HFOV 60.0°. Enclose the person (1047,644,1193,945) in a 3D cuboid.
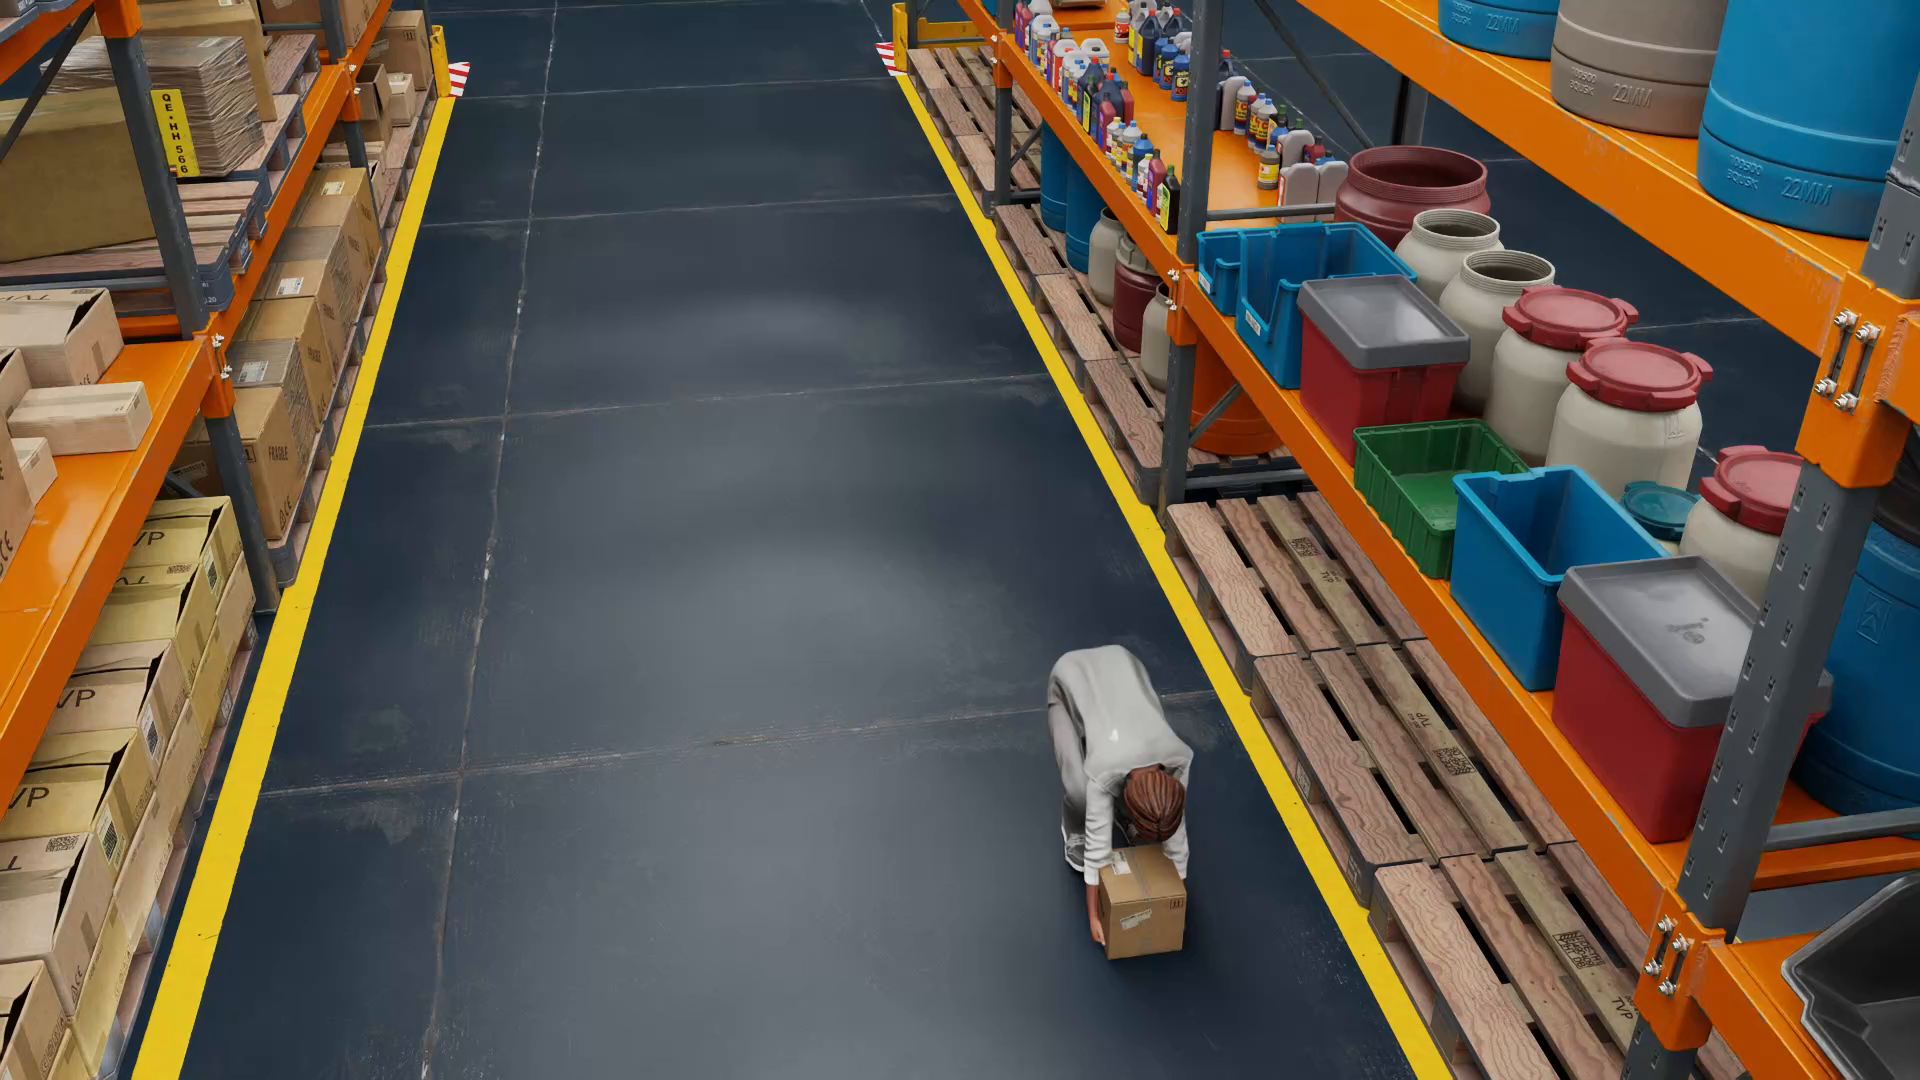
[{"bbox_3d":[0.545,0.827,5.603,0.426,0.779,0.871,-6,32,-10],"label":"person"}]
